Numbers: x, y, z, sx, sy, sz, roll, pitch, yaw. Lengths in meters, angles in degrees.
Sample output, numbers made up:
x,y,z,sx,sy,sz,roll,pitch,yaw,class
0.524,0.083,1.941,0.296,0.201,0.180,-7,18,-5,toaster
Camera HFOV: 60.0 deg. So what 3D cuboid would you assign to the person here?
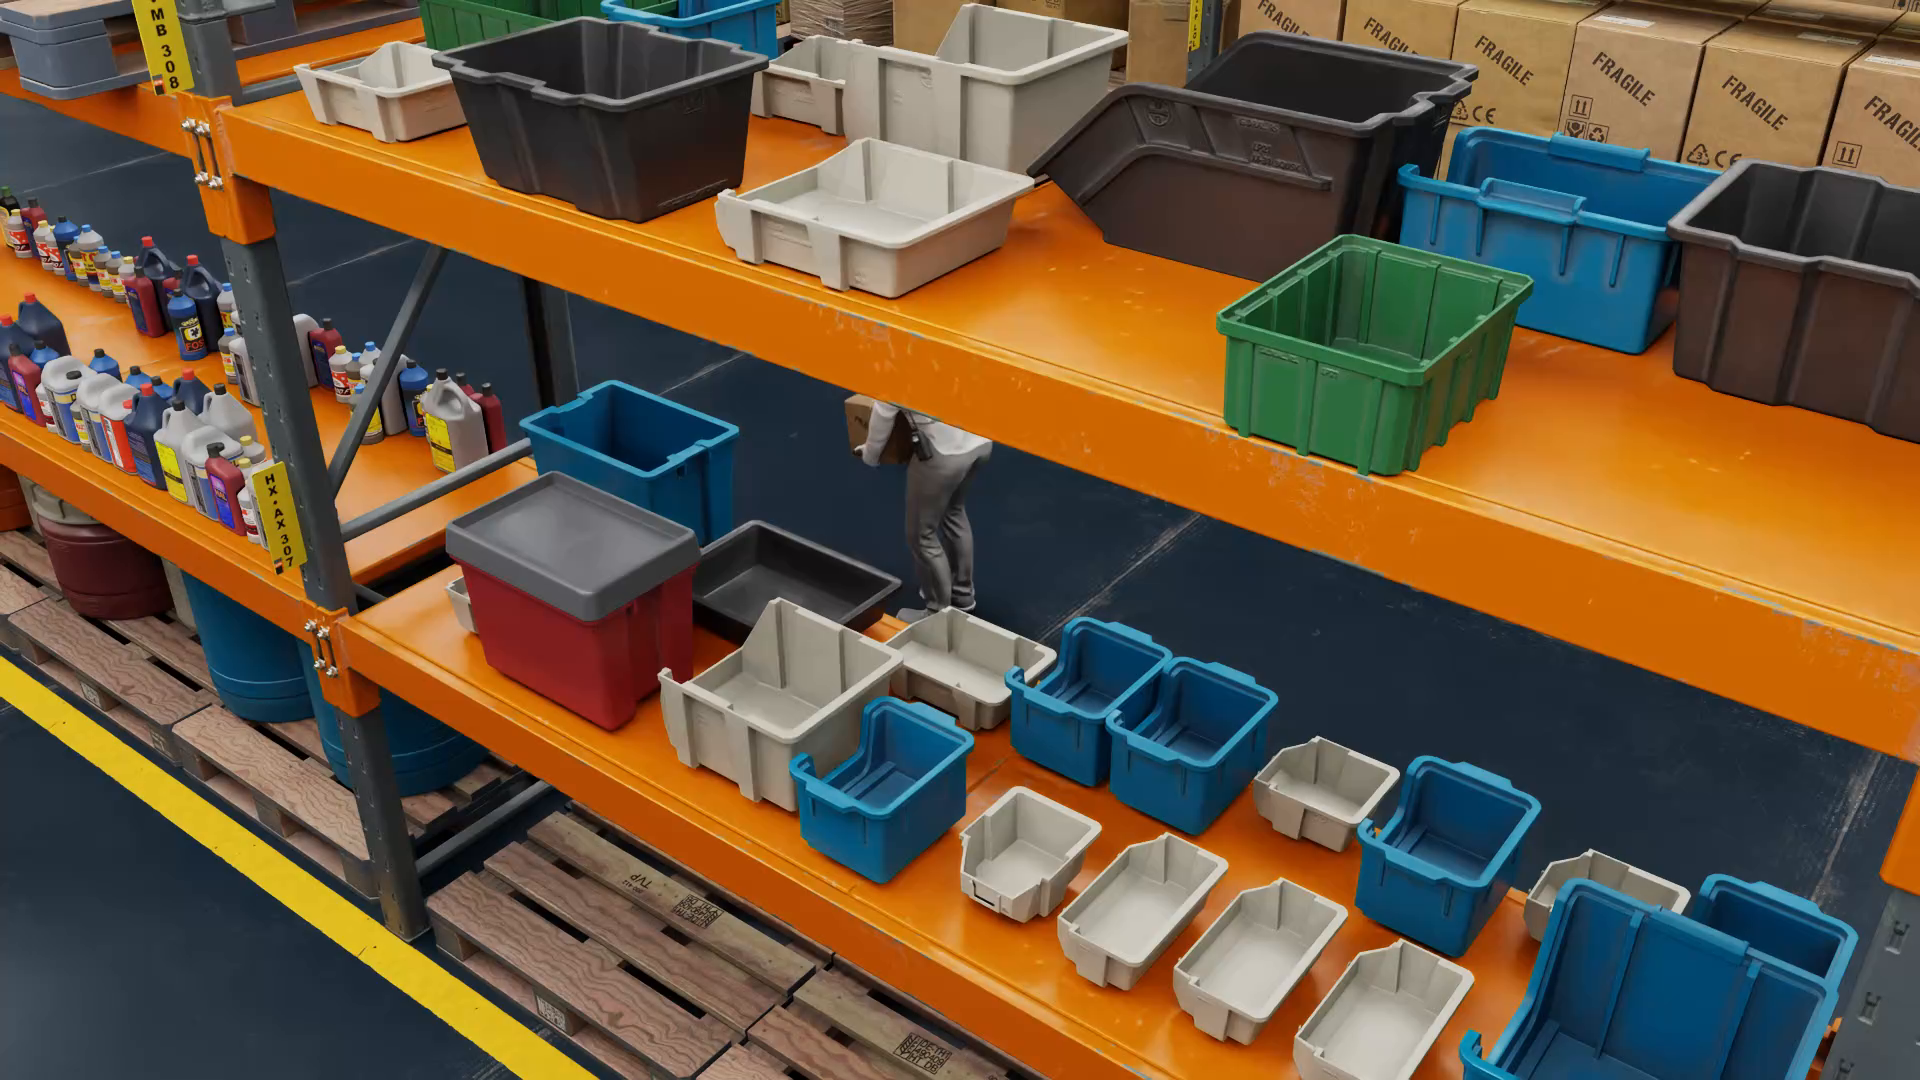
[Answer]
x,y,z,sx,sy,sz,roll,pitch,yaw,class
-0.149,-0.382,6.808,0.543,1.630,0.412,21,37,30,person
